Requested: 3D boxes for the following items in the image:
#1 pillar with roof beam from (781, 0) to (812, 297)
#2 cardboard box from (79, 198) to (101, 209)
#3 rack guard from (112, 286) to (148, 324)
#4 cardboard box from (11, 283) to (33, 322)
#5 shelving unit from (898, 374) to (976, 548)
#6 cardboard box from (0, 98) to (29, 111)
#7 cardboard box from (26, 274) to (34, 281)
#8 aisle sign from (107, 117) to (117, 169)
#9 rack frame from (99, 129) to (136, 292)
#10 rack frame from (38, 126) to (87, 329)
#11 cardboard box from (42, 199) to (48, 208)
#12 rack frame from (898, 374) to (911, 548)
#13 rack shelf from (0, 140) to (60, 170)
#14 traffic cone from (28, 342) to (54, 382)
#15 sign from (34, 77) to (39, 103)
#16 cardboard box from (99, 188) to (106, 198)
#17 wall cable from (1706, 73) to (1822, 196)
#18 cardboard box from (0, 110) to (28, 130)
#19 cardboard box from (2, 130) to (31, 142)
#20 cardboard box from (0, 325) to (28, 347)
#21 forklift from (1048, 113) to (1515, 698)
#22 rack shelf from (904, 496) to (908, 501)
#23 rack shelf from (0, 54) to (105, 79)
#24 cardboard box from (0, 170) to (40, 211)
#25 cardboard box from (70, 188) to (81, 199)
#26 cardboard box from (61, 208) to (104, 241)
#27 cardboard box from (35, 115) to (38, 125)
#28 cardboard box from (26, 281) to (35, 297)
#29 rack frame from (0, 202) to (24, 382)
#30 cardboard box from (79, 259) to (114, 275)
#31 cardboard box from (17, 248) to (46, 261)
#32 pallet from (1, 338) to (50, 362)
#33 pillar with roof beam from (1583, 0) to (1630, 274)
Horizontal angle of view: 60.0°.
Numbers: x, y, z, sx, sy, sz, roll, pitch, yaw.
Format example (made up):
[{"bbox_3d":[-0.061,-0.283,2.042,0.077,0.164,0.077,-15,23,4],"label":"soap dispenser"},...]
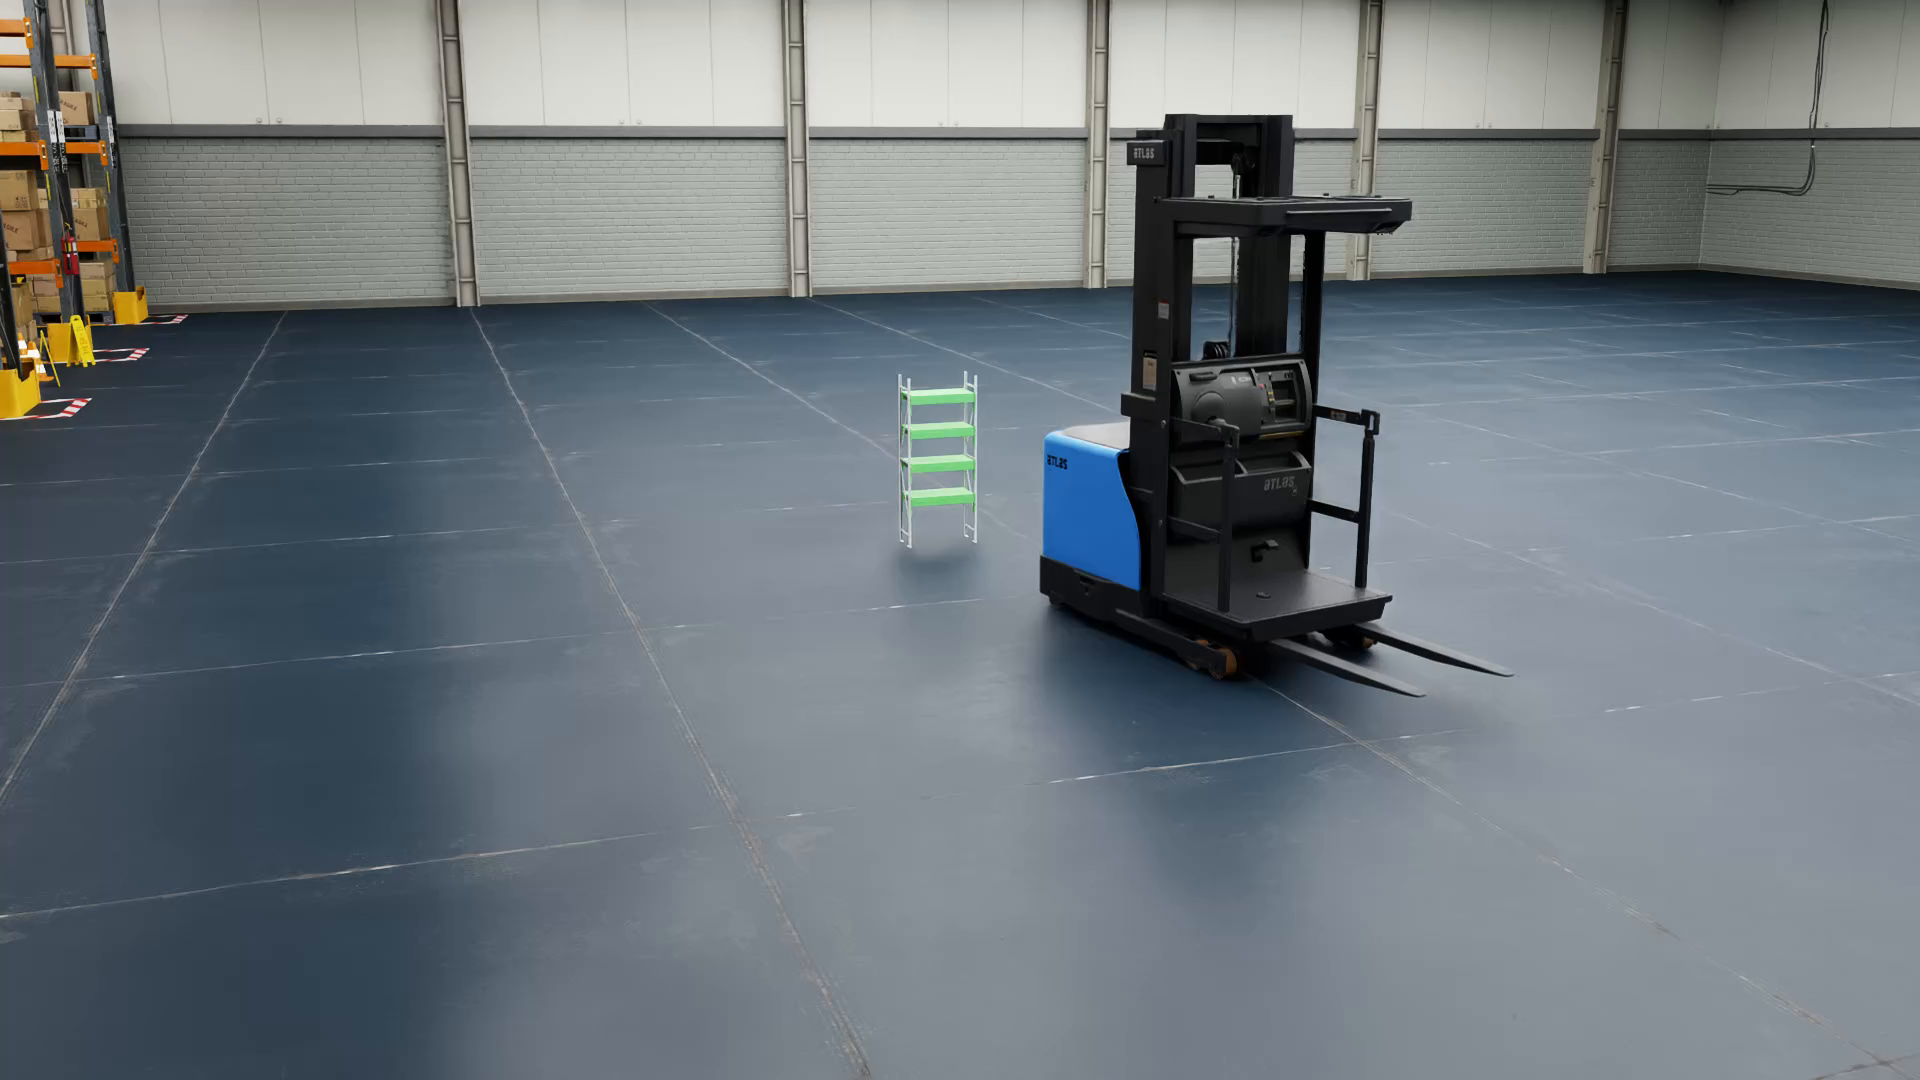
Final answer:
[{"bbox_3d":[-1.633,-8.022,26.261,0.400,9.000,9.100,-4,14,-18],"label":"pillar with roof beam"},{"bbox_3d":[-13.672,-5.293,26.134,0.250,0.149,0.380,-4,14,-17],"label":"cardboard box"},{"bbox_3d":[-13.410,-3.802,26.883,0.348,0.500,1.175,-4,14,-18],"label":"rack guard"},{"bbox_3d":[-12.721,-3.158,22.190,0.500,0.500,0.500,-5,14,-20],"label":"cardboard box"},{"bbox_3d":[-0.162,-0.571,11.789,0.492,1.200,0.258,-4,14,-18],"label":"shelving unit"},{"bbox_3d":[-12.072,-5.563,21.223,0.250,0.149,0.380,-4,14,-18],"label":"cardboard box"},{"bbox_3d":[-14.727,-4.188,25.980,0.500,0.250,0.500,-4,14,-17],"label":"cardboard box"},{"bbox_3d":[-13.276,-6.221,26.035,0.004,0.787,0.394,-4,14,-18],"label":"aisle sign"},{"bbox_3d":[-13.432,-5.016,26.586,0.127,3.000,1.000,-4,14,-18],"label":"rack frame"},{"bbox_3d":[-11.846,-3.928,22.011,0.127,3.000,1.000,-4,14,-18],"label":"rack frame"},{"bbox_3d":[-14.170,-5.262,26.003,0.250,0.149,0.380,-4,14,-17],"label":"cardboard box"},{"bbox_3d":[-0.388,-0.553,11.715,0.015,1.200,0.240,-4,14,-18],"label":"rack frame"},{"bbox_3d":[-13.741,-4.889,21.126,4.000,0.370,1.077,-4,14,-18],"label":"rack shelf"},{"bbox_3d":[-11.166,-2.160,20.064,0.334,0.463,0.336,-4,14,-18],"label":"traffic cone"},{"bbox_3d":[-11.688,-5.694,21.043,0.005,0.325,0.100,-4,14,-18],"label":"sign"},{"bbox_3d":[-13.819,-5.547,26.558,0.250,0.149,0.380,-5,14,-19],"label":"cardboard box"},{"bbox_3d":[17.267,-8.712,35.870,0.112,2.526,3.097,-4,14,-18],"label":"wall cable"},{"bbox_3d":[-12.245,-5.362,21.239,0.500,0.250,0.500,-5,14,-19],"label":"cardboard box"},{"bbox_3d":[-12.095,-5.177,21.324,0.250,0.149,0.380,-4,14,-18],"label":"cardboard box"},{"bbox_3d":[-12.549,-2.674,21.774,0.500,0.250,0.500,-5,14,-18],"label":"cardboard box"},{"bbox_3d":[1.680,-0.806,9.034,1.121,2.935,3.031,-8,16,-30],"label":"forklift"},{"bbox_3d":[-0.157,-0.304,11.855,0.442,0.029,0.199,-4,14,-18],"label":"rack shelf"},{"bbox_3d":[-15.328,-7.242,25.401,4.000,0.370,1.077,-4,14,-18],"label":"rack shelf"},{"bbox_3d":[-12.260,-4.522,21.489,0.500,0.500,0.700,-5,14,-19],"label":"cardboard box"},{"bbox_3d":[-13.929,-5.427,26.055,0.250,0.149,0.380,-4,14,-18],"label":"cardboard box"},{"bbox_3d":[-13.815,-4.971,26.180,0.500,0.500,0.500,-5,14,-19],"label":"cardboard box"},{"bbox_3d":[-14.121,-6.478,25.671,0.250,0.149,0.380,-5,14,-20],"label":"cardboard box"},{"bbox_3d":[-14.755,-3.944,26.034,0.500,0.250,0.500,-5,14,-19],"label":"cardboard box"},{"bbox_3d":[-10.171,-2.849,17.478,0.127,3.000,1.000,-4,14,-18],"label":"rack frame"},{"bbox_3d":[-13.948,-4.375,26.766,0.500,0.250,0.500,-5,14,-19],"label":"cardboard box"},{"bbox_3d":[-12.132,-3.731,21.727,0.250,0.149,0.380,-4,14,-16],"label":"cardboard box"},{"bbox_3d":[-12.699,-2.513,22.090,1.213,0.211,1.003,-4,14,-18],"label":"pallet"},{"bbox_3d":[15.427,-9.351,31.846,0.400,9.000,9.100,-4,14,-18],"label":"pillar with roof beam"}]
